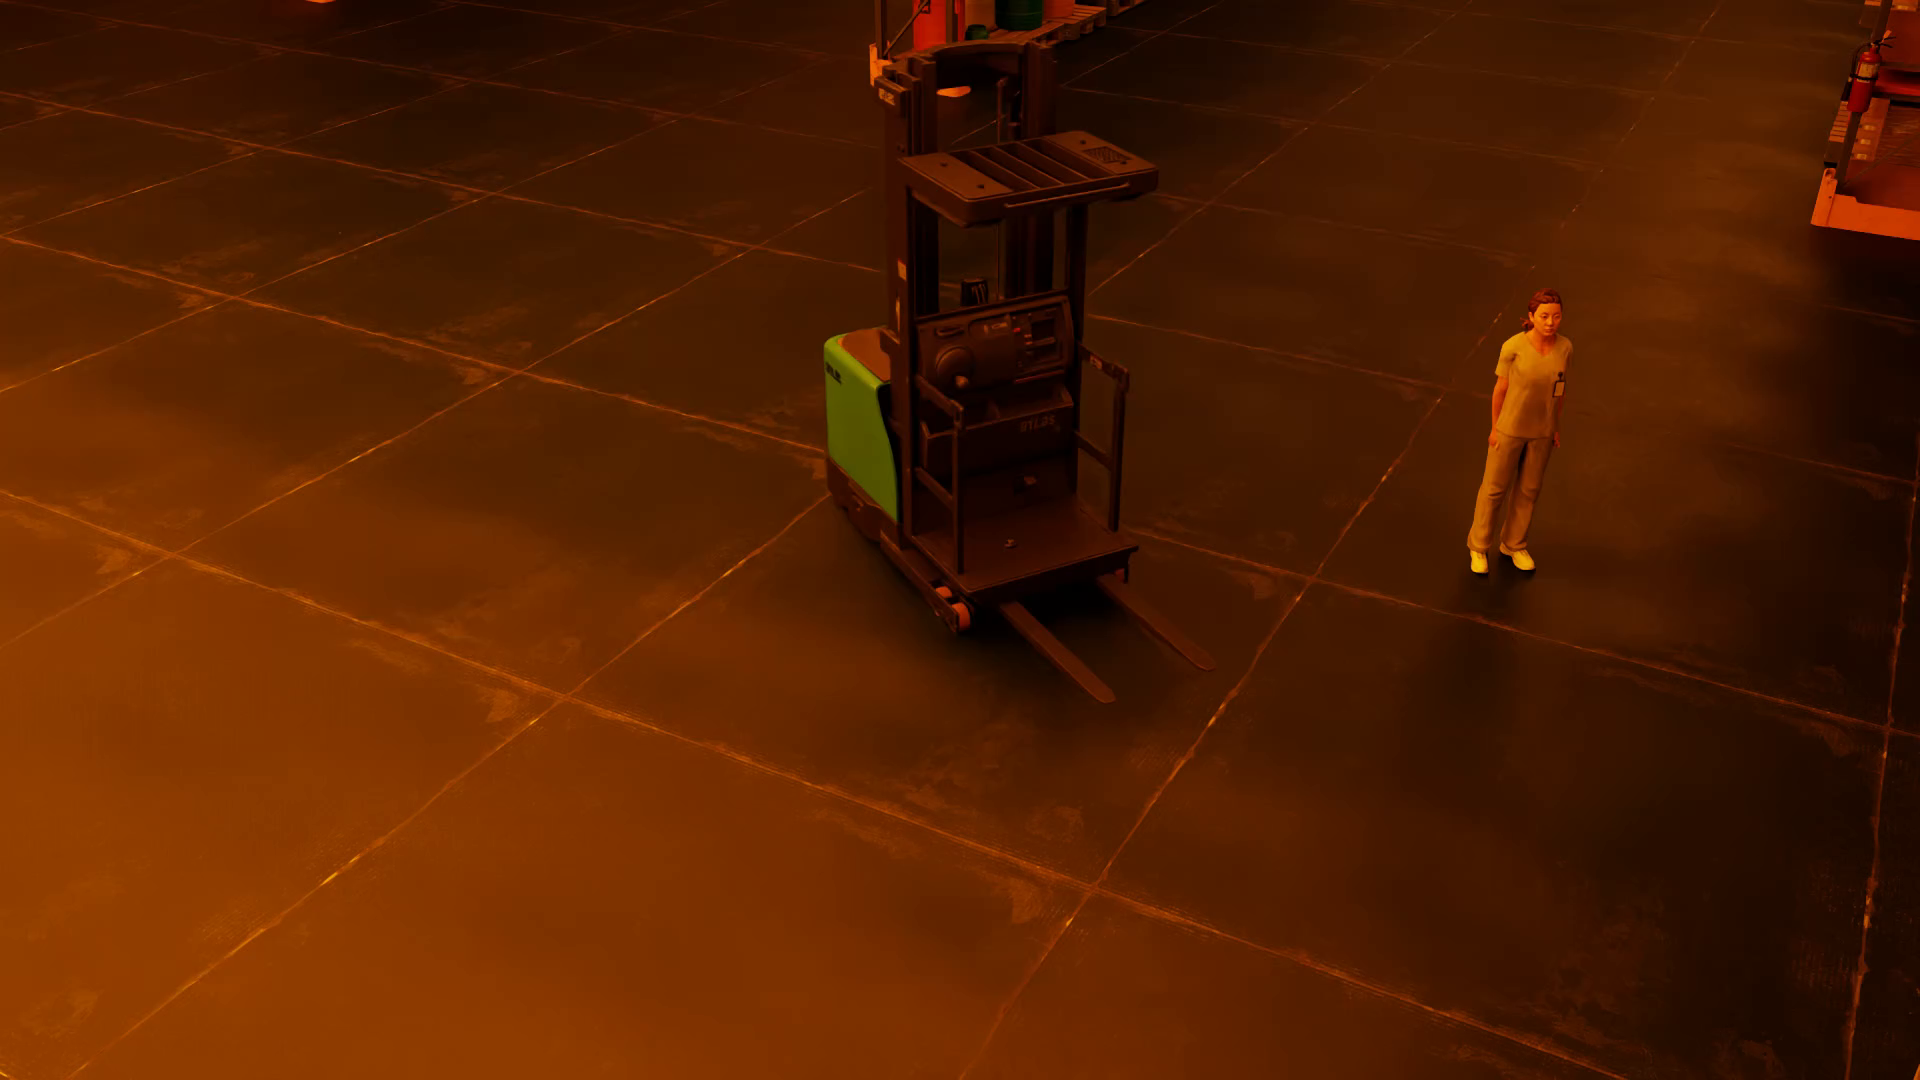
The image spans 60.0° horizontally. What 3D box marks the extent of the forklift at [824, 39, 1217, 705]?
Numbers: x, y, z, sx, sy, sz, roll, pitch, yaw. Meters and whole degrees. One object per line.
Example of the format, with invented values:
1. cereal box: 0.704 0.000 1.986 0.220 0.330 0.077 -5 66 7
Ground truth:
1. forklift: 0.301 -1.017 8.833 1.130 2.935 3.031 -15 33 -24

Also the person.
1. person: 3.189 -0.612 9.392 0.437 1.671 0.384 -3 30 -5
